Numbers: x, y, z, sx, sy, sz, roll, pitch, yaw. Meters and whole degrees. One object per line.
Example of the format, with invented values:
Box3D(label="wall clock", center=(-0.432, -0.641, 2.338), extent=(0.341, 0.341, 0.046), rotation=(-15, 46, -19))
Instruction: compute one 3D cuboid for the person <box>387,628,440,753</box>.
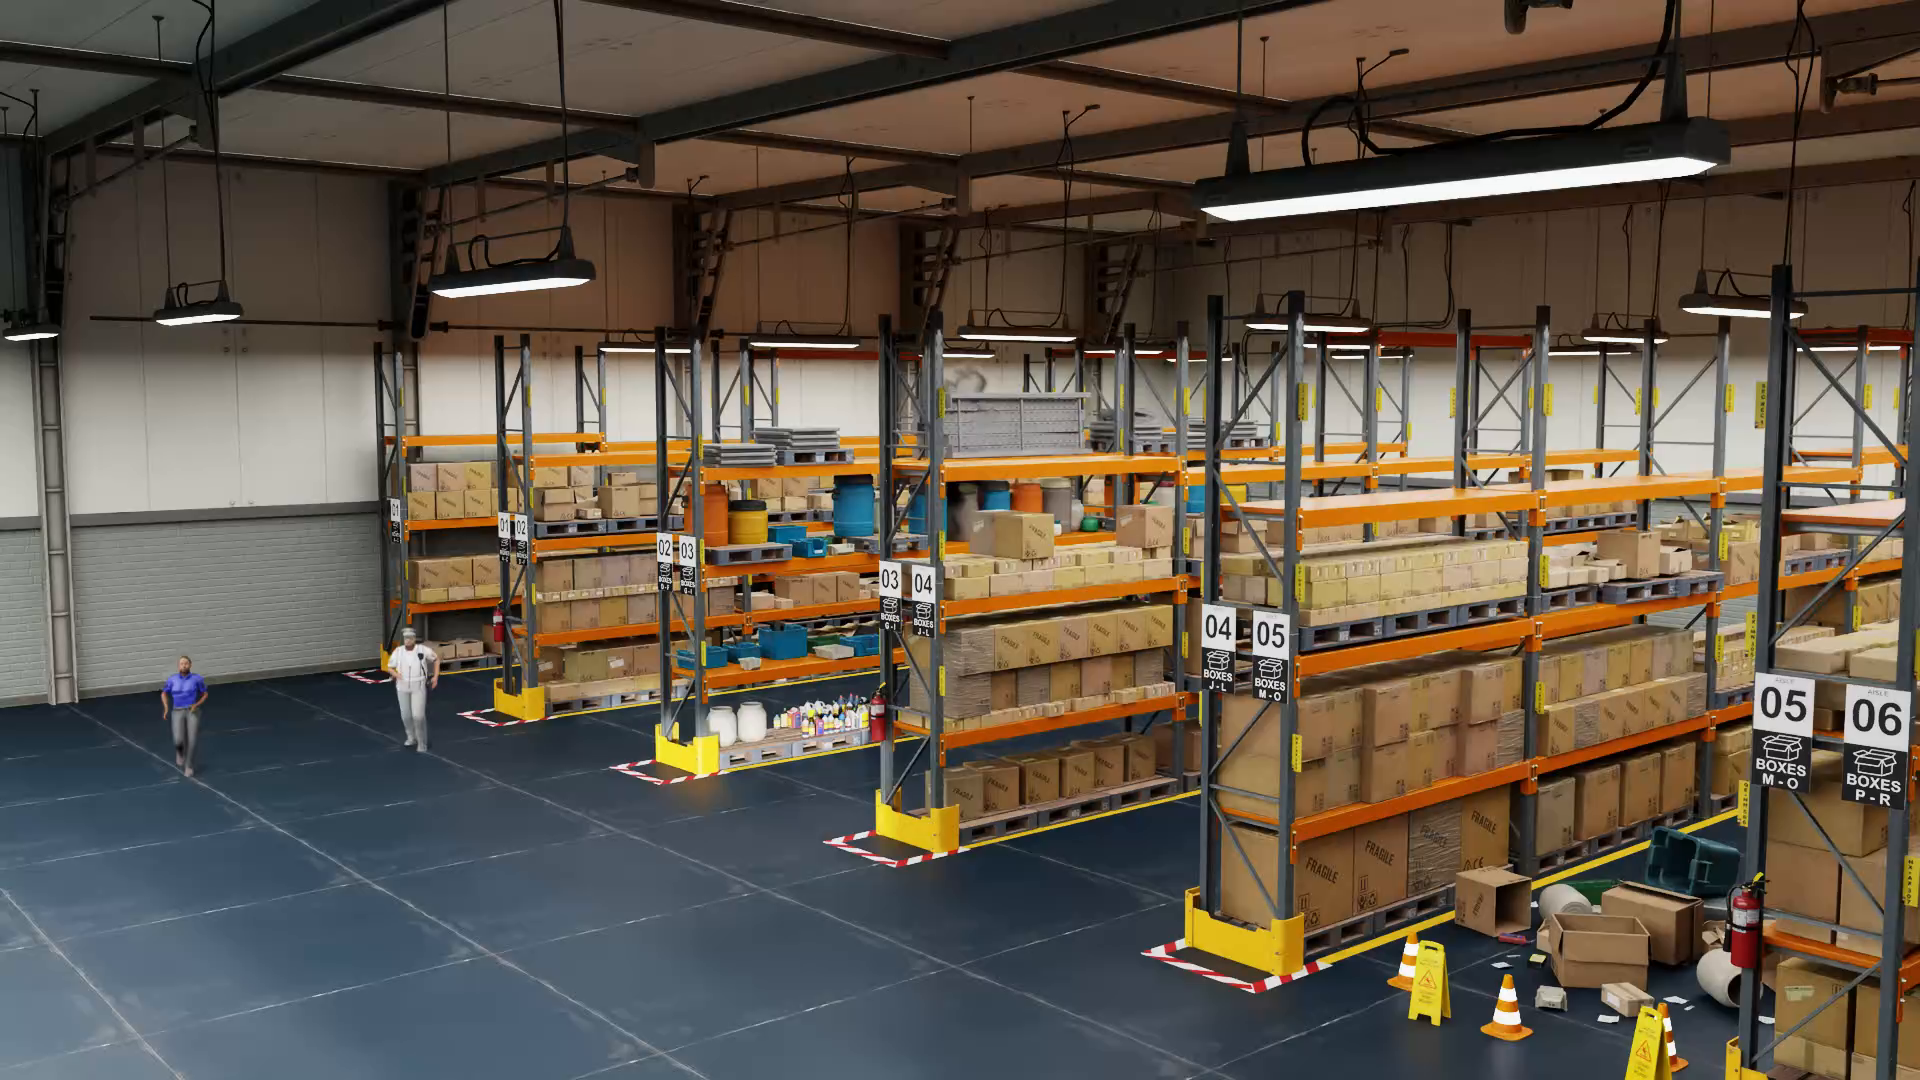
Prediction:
Box3D(label="person", center=(-7.791, 2.155, 23.680), extent=(0.686, 1.854, 0.753), rotation=(-1, 5, -7))

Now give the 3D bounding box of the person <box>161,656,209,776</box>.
Box3D(label="person", center=(-10.337, 2.350, 22.193), extent=(0.577, 1.613, 0.556), rotation=(-2, 6, -22))
